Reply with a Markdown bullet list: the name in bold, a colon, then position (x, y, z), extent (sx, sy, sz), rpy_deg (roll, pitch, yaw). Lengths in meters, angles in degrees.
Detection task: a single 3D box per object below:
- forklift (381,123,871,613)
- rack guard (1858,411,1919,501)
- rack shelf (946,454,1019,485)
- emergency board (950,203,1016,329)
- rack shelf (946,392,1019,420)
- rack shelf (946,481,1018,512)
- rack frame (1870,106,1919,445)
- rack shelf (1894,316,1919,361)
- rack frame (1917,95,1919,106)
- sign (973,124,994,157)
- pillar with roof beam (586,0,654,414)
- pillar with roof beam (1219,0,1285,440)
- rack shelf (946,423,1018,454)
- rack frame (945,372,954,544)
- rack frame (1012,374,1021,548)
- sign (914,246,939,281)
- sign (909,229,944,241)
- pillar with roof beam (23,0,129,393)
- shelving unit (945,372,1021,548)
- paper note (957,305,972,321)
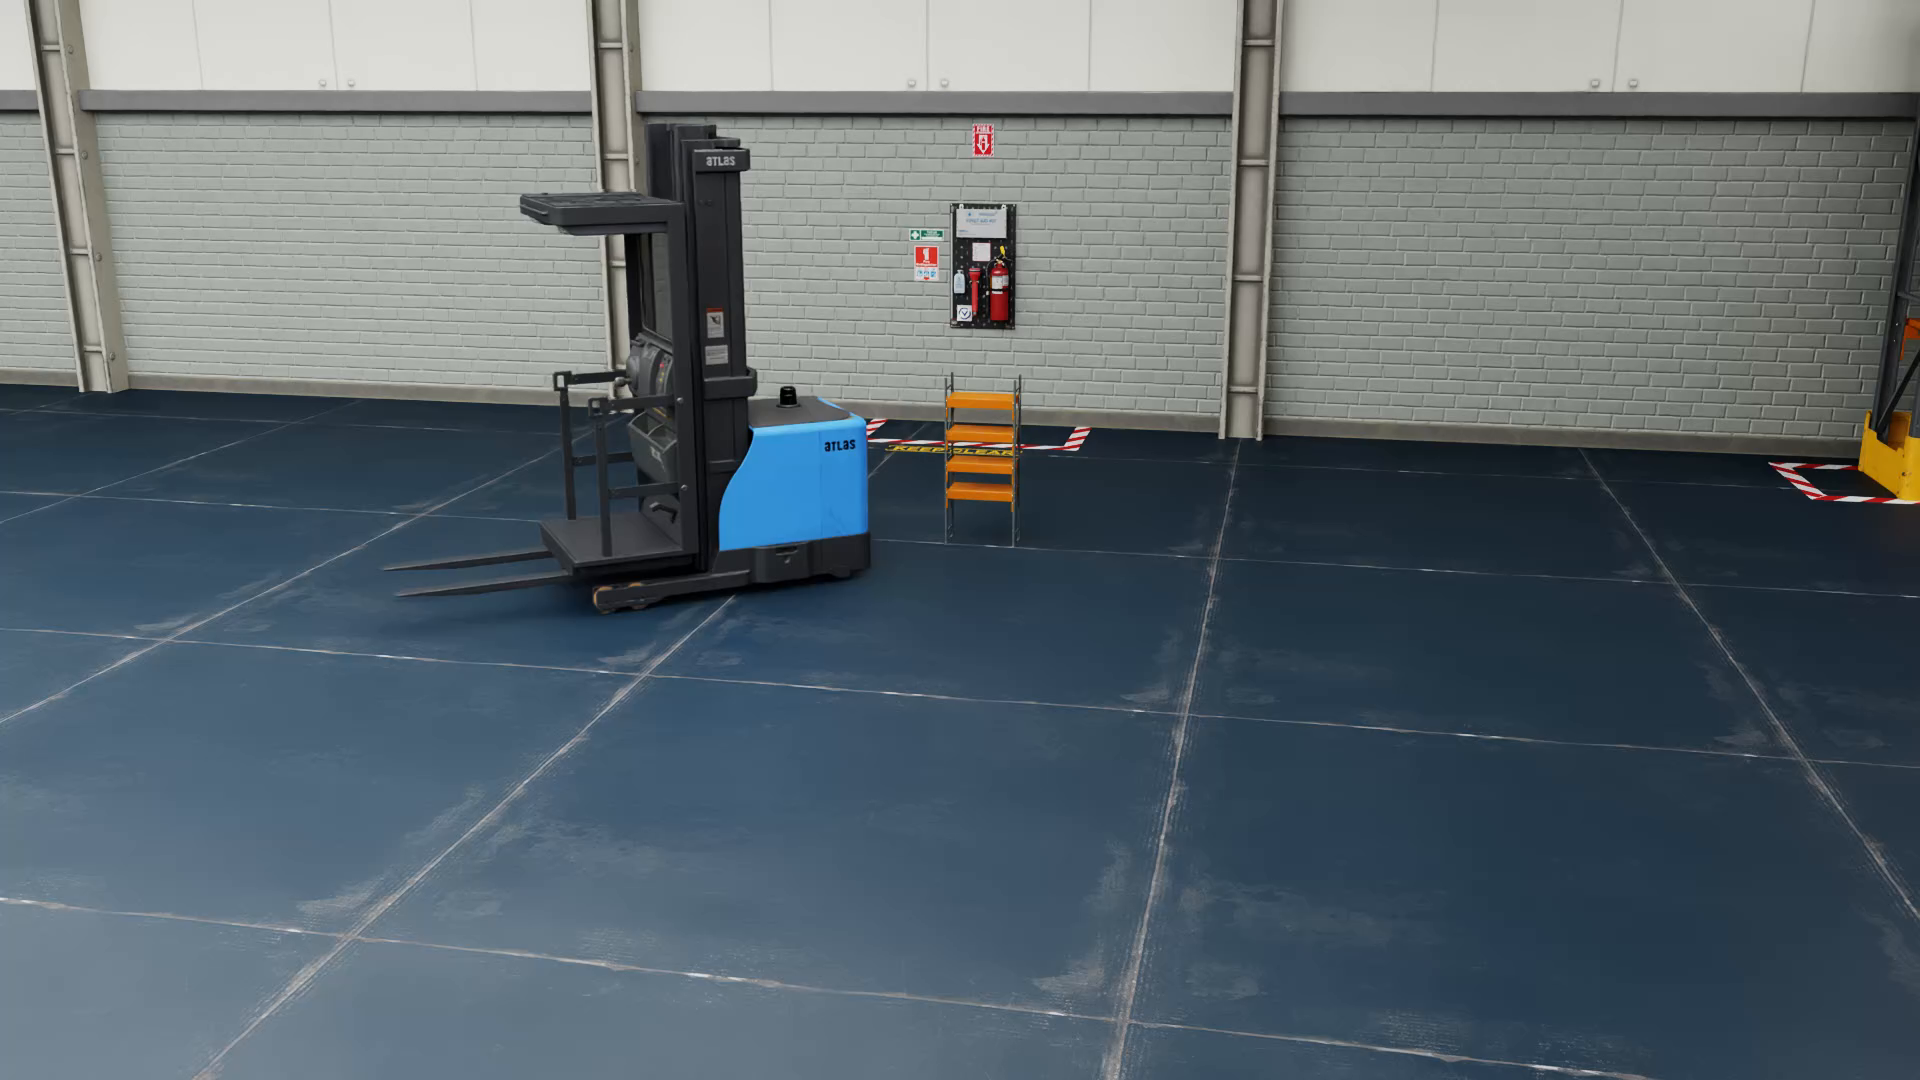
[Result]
- **forklift**: position (-2.153, -1.116, 10.531), extent (3.031, 2.935, 1.130), rpy_deg (-7, 17, -24)
- **rack guard**: position (7.713, -0.696, 13.567), extent (0.348, 0.500, 1.175), rpy_deg (3, 16, 11)
- **rack shelf**: position (0.162, -0.505, 11.818), extent (0.480, 0.148, 0.258), rpy_deg (3, 16, 11)
- **emergency board**: position (0.203, -2.554, 15.593), extent (0.643, 1.169, 0.194), rpy_deg (3, 16, 11)
- **rack shelf**: position (0.162, -0.948, 11.695), extent (0.480, 0.148, 0.258), rpy_deg (3, 16, 11)
- **rack shelf**: position (0.162, -0.313, 11.871), extent (0.480, 0.148, 0.258), rpy_deg (3, 16, 11)
- **rack frame**: position (7.638, -1.904, 13.247), extent (0.127, 3.000, 1.000), rpy_deg (3, 16, 11)
- **rack shelf**: position (9.598, -1.451, 12.959), extent (4.000, 0.370, 1.077), rpy_deg (3, 16, 11)
- **rack frame**: position (7.638, -4.795, 12.447), extent (0.127, 3.000, 1.000), rpy_deg (3, 16, 11)
- **sign**: position (0.215, -3.698, 15.379), extent (0.199, 0.298, 0.001), rpy_deg (3, 16, 11)
- **pillar with roof beam**: position (-4.121, -4.497, 11.368), extent (0.400, 9.000, 9.100), rpy_deg (3, 16, 11)
- **pillar with roof beam**: position (1.759, -4.177, 10.216), extent (0.400, 9.000, 9.100), rpy_deg (3, 16, 11)
- **rack shelf**: position (0.162, -0.720, 11.758), extent (0.480, 0.148, 0.258), rpy_deg (3, 16, 11)
- **rack frame**: position (-0.077, -0.582, 11.847), extent (0.015, 1.200, 0.240), rpy_deg (3, 16, 11)
- **rack frame**: position (0.401, -0.556, 11.753), extent (0.015, 1.200, 0.240), rpy_deg (3, 16, 11)
- **sign**: position (-0.319, -2.628, 15.792), extent (0.234, 0.329, 0.001), rpy_deg (3, 16, 11)
- **sign**: position (-0.316, -2.880, 15.712), extent (0.331, 0.109, 0.001), rpy_deg (3, 16, 11)
- **pillar with roof beam**: position (-10.000, -4.816, 12.520), extent (0.400, 9.000, 9.100), rpy_deg (3, 16, 11)
- **shelving unit**: position (0.162, -0.569, 11.800), extent (0.503, 1.200, 0.258), rpy_deg (3, 16, 11)
- **paper note**: position (0.043, -2.157, 15.810), extent (0.142, 0.148, 0.016), rpy_deg (3, 16, 11)
